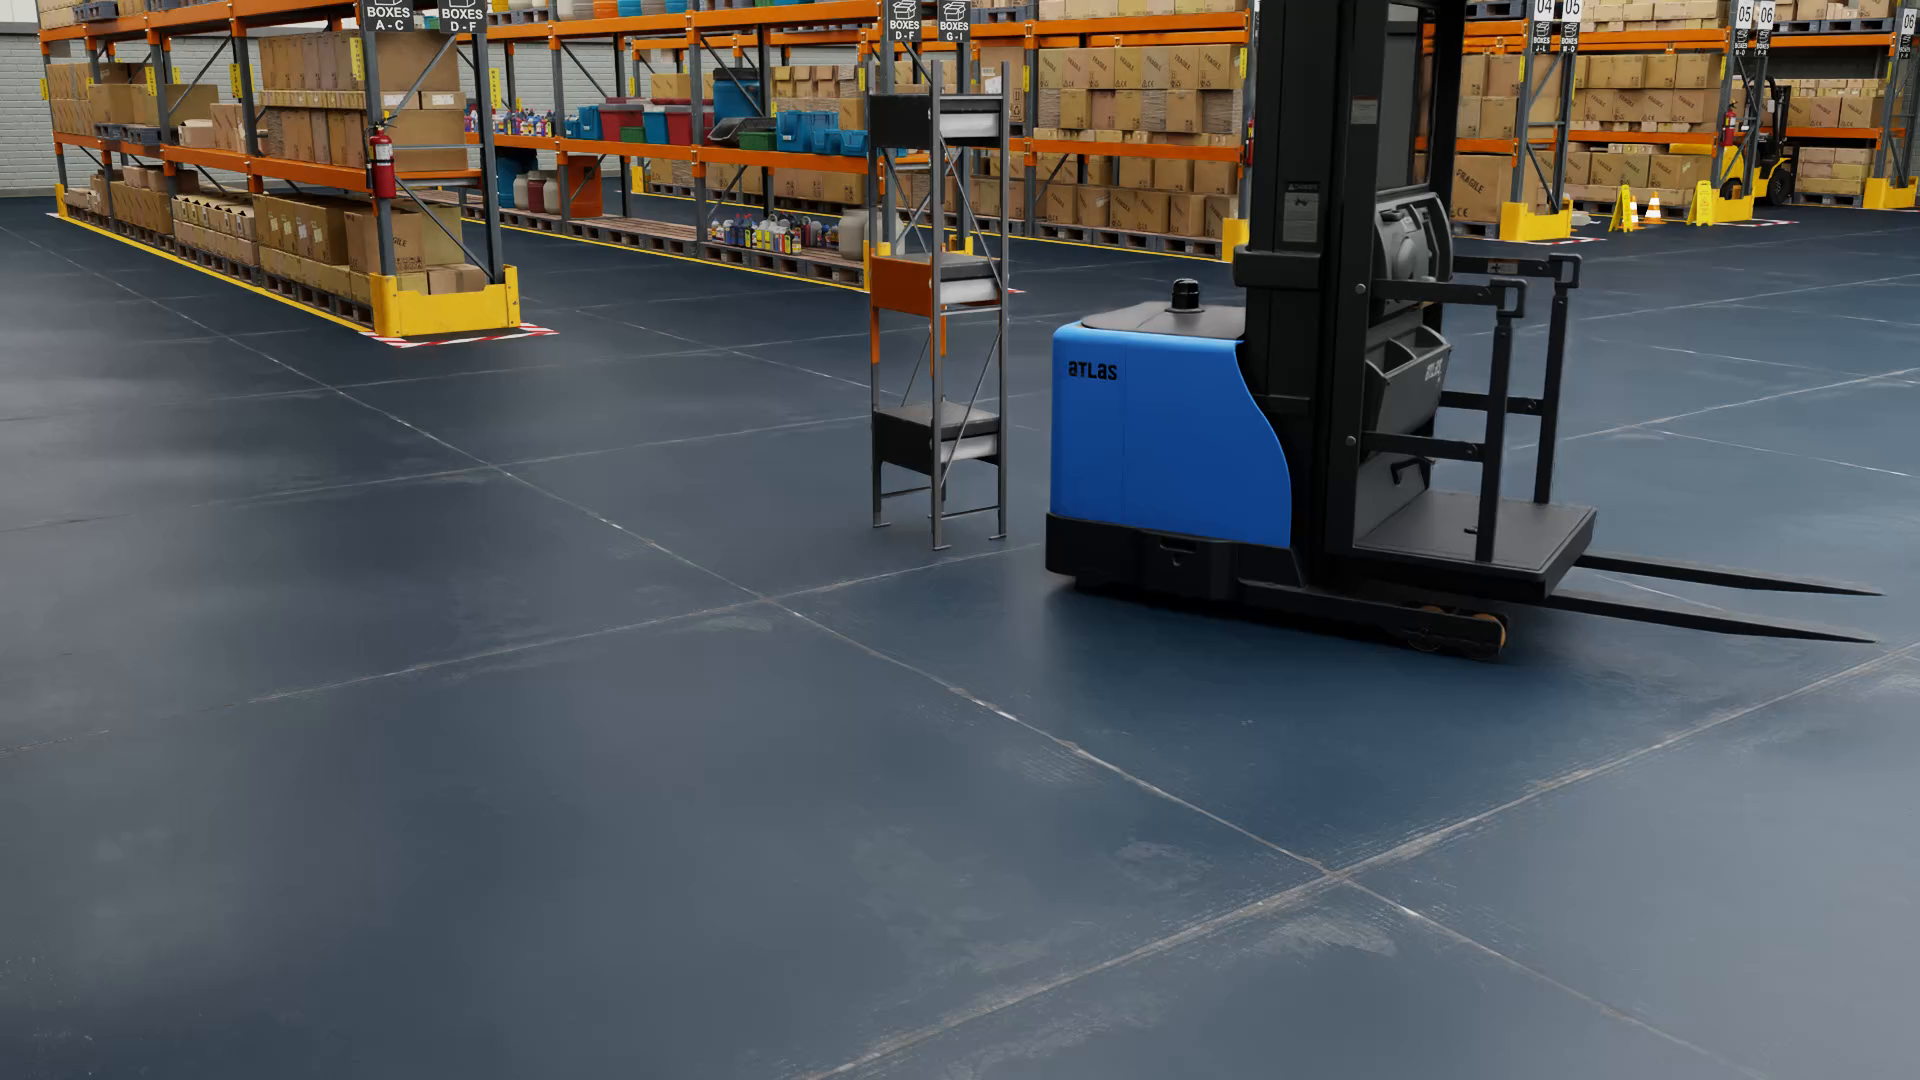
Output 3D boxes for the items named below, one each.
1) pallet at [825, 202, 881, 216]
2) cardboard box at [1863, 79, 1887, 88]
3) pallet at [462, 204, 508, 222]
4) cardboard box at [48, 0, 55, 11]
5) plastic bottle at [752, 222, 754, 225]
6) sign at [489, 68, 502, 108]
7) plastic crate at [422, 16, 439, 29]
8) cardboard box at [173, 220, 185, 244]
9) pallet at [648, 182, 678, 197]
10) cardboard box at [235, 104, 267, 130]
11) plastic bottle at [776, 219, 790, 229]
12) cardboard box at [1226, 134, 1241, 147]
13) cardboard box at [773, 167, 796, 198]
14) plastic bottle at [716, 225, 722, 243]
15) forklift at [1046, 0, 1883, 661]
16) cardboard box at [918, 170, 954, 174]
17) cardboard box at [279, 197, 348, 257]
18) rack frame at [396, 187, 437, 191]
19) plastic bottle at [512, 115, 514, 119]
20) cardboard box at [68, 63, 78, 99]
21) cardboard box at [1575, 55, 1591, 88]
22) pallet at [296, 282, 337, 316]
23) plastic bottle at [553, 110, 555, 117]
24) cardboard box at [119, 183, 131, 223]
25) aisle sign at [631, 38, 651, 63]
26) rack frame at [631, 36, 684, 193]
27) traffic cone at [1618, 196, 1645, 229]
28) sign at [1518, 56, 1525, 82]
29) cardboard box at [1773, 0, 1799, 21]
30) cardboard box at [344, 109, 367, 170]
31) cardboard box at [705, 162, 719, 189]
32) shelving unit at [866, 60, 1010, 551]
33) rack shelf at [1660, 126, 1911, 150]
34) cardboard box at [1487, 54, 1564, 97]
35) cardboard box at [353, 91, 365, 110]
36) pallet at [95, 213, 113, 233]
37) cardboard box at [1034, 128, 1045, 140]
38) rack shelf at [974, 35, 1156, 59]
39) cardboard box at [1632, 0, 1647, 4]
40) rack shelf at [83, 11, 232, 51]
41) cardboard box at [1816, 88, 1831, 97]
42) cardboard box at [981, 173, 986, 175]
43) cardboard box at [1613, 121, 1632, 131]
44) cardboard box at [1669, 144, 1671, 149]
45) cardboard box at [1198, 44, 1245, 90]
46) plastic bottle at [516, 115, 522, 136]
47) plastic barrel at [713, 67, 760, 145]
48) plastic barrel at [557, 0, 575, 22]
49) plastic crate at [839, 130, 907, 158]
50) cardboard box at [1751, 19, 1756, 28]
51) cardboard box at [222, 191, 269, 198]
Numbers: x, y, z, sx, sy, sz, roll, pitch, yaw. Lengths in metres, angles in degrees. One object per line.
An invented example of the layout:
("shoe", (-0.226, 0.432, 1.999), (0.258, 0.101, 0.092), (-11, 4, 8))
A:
("pallet", (-1.435, -5.316, 26.599), (1.003, 0.211, 1.213), (-11, 19, -35))
("cardboard box", (15.319, -7.630, 27.791), (0.380, 0.149, 0.250), (-11, 19, -34))
("pallet", (-6.971, -5.050, 25.627), (1.003, 0.211, 1.213), (-11, 19, -35))
("cardboard box", (-13.073, -7.904, 24.428), (0.500, 0.250, 0.500), (-11, 19, -35))
("plastic bottle", (-2.365, -3.505, 19.036), (0.097, 0.271, 0.097), (0, 15, 0))
("sign", (-3.892, -3.776, 13.902), (0.100, 0.325, 0.005), (-11, 19, -35))
("plastic crate", (-8.184, -8.077, 26.040), (0.416, 0.233, 0.300), (-11, 19, -35))
("cardboard box", (-8.978, -3.663, 19.690), (0.500, 0.250, 0.500), (-11, 19, -35))
("pallet", (-5.203, -6.686, 31.603), (1.003, 0.211, 1.213), (-11, 19, -35))
("cardboard box", (-7.444, -4.417, 17.844), (0.500, 0.500, 0.500), (-9, 18, -31))
("plastic bottle", (-2.068, -3.594, 19.353), (0.152, 0.276, 0.135), (-11, 19, -35))
("cardboard box", (3.337, -4.680, 19.470), (0.380, 0.149, 0.250), (-11, 19, -35))
("cardboard box", (-2.466, -6.189, 27.734), (1.225, 0.875, 0.875), (-12, 19, -36))
("plastic bottle", (-2.795, -3.563, 19.378), (0.097, 0.201, 0.097), (0, 15, 0))
("forklift", (1.889, -1.140, 6.188), (3.031, 2.935, 1.130), (9, 18, 29))
("cardboard box", (-0.294, -5.599, 24.832), (0.500, 0.250, 0.500), (-8, 17, -28))
("cardboard box", (-6.089, -2.967, 15.726), (0.500, 0.500, 0.500), (-11, 19, -35))
("rack frame", (-9.743, -7.420, 29.006), (1.000, 3.000, 0.127), (-11, 19, -35))
("plastic bottle", (-6.432, -5.997, 24.028), (0.061, 0.283, 0.133), (-11, 19, -35))
("cardboard box", (-12.506, -6.613, 23.973), (0.500, 0.500, 0.500), (-11, 19, -34))
("cardboard box", (9.974, -7.487, 26.604), (0.700, 0.500, 0.500), (-11, 19, -36))
("pallet", (-5.541, -2.308, 15.609), (1.003, 0.211, 1.213), (-11, 19, -35))
("plastic bottle", (-5.938, -6.162, 24.501), (0.144, 0.351, 0.185), (-11, 19, -35))
("cardboard box", (-10.990, -4.551, 22.425), (0.500, 0.500, 0.500), (-11, 19, -34))
("aisle sign", (-6.021, -9.412, 31.357), (0.394, 0.787, 0.004), (-11, 19, -35))
("rack frame", (-5.736, -8.189, 31.815), (1.000, 3.000, 0.127), (-11, 19, -35))
("traffic cone", (9.693, -4.734, 23.996), (0.336, 0.463, 0.334), (-11, 19, -35))
("sign", (7.295, -6.112, 21.585), (0.100, 0.325, 0.005), (-11, 19, -35))
("cardboard box", (14.408, -9.251, 28.832), (0.797, 0.503, 0.637), (-10, 18, -33))
("cardboard box", (-4.921, -3.497, 14.482), (0.700, 0.500, 0.500), (-10, 18, -33))
("cardboard box", (-4.237, -6.858, 30.181), (0.875, 0.875, 0.875), (-11, 19, -35))
("shelving unit", (-0.097, -1.048, 7.428), (0.431, 2.100, 0.503), (-11, 19, -35))
("rack shelf", (14.524, -7.162, 29.425), (1.077, 0.370, 4.000), (-11, 19, -35))
("cardboard box", (7.556, -6.199, 22.215), (0.875, 0.550, 0.550), (-11, 19, -35))
("cardboard box", (-4.878, -3.705, 14.011), (0.380, 0.149, 0.250), (-10, 18, -33))
("pallet", (-11.803, -4.600, 23.983), (1.003, 0.211, 1.213), (-11, 19, -35))
("cardboard box", (1.202, -5.413, 22.147), (0.380, 0.149, 0.250), (-11, 19, -35))
("rack shelf", (1.863, -8.756, 29.567), (1.077, 0.370, 4.000), (-11, 19, -35))
("cardboard box", (10.586, -8.336, 25.633), (0.380, 0.149, 0.250), (-12, 19, -36))
("rack shelf", (-10.224, -6.471, 21.217), (1.077, 0.370, 4.000), (-11, 19, -35))
("cardboard box", (14.856, -7.643, 28.402), (0.380, 0.149, 0.250), (-11, 19, -35))
("cardboard box", (0.576, -7.095, 32.423), (0.380, 0.149, 0.250), (-10, 18, -33))
("cardboard box", (10.485, -6.499, 26.114), (0.380, 0.149, 0.250), (-11, 19, -35))
("cardboard box", (13.379, -7.143, 30.511), (0.500, 0.250, 0.500), (-11, 19, -35))
("cardboard box", (3.148, -5.526, 19.436), (0.500, 0.500, 0.500), (-11, 19, -35))
("plastic bottle", (-6.294, -5.920, 23.745), (0.061, 0.283, 0.133), (-11, 19, -35))
("plastic barrel", (-2.669, -5.229, 20.051), (0.600, 0.901, 0.708), (-11, 19, -35))
("plastic barrel", (-5.104, -7.099, 21.937), (0.421, 0.512, 0.421), (0, 15, 0))
("plastic crate", (-0.872, -3.993, 16.763), (0.499, 0.251, 0.616), (-11, 19, -35))
("cardboard box", (11.755, -7.758, 25.032), (0.380, 0.149, 0.250), (-11, 19, -34))
("cardboard box", (-8.541, -4.017, 19.923), (0.500, 0.311, 0.500), (-10, 18, -33))
